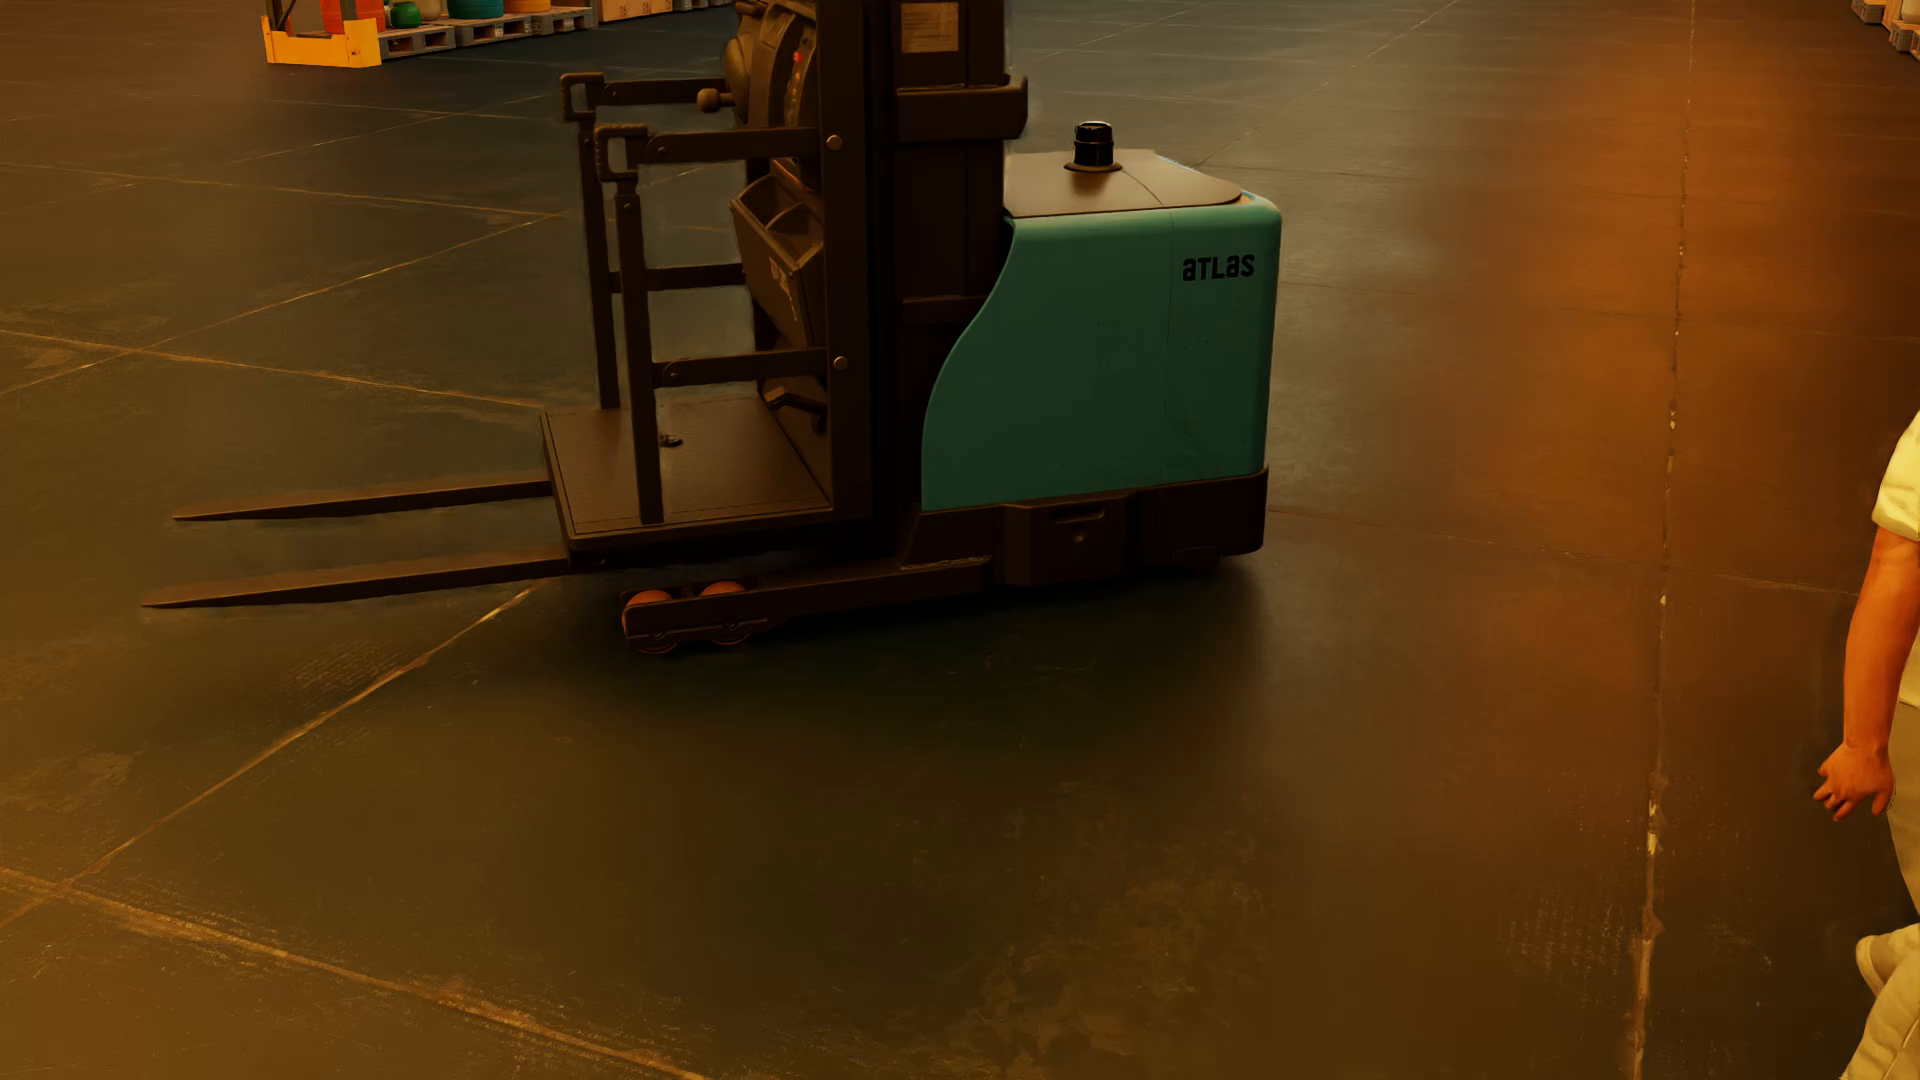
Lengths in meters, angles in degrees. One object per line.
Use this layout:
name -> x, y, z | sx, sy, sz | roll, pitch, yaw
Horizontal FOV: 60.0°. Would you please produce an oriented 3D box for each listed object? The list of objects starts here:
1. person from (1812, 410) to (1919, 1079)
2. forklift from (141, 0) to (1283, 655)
person -> 1.556, 0.253, 2.363 | 0.646, 1.645, 0.454 | -14, 26, -30
forklift -> -0.682, -1.278, 4.350 | 3.031, 2.935, 1.130 | -7, 24, -16
